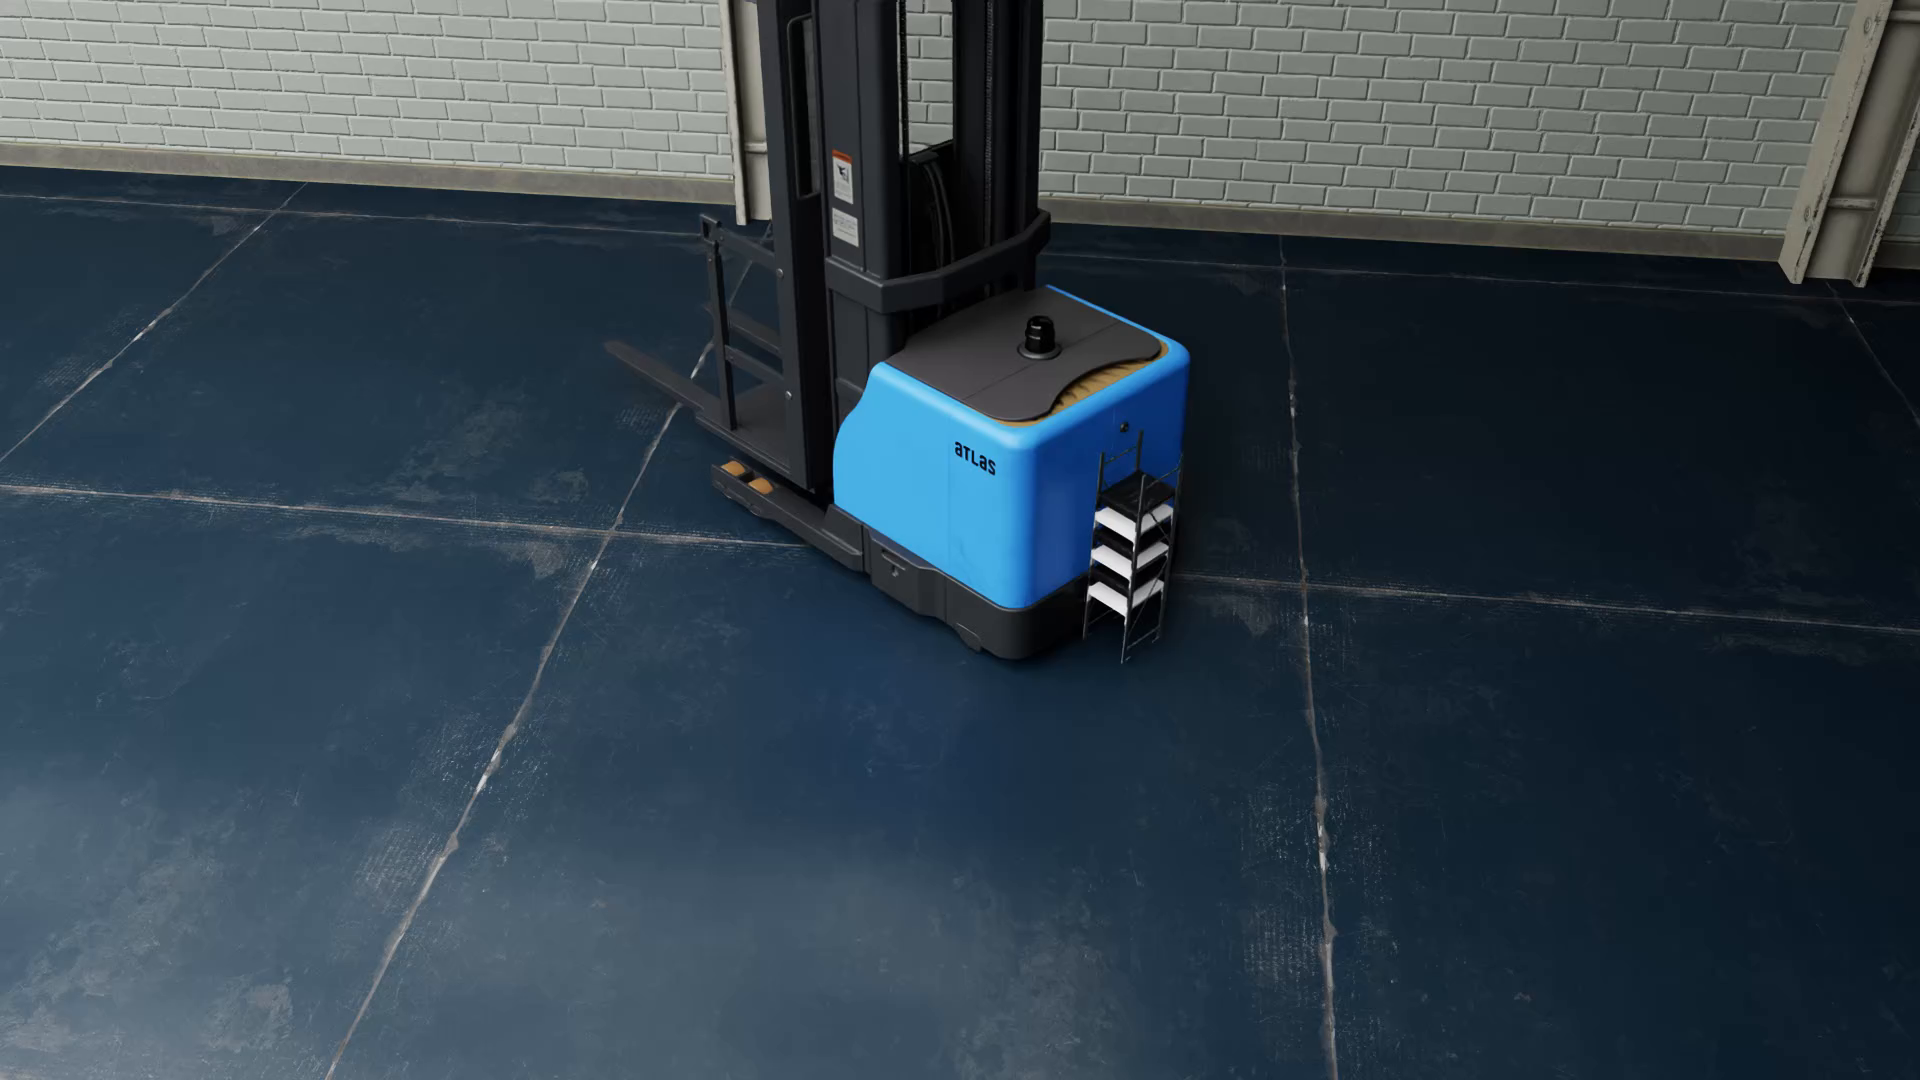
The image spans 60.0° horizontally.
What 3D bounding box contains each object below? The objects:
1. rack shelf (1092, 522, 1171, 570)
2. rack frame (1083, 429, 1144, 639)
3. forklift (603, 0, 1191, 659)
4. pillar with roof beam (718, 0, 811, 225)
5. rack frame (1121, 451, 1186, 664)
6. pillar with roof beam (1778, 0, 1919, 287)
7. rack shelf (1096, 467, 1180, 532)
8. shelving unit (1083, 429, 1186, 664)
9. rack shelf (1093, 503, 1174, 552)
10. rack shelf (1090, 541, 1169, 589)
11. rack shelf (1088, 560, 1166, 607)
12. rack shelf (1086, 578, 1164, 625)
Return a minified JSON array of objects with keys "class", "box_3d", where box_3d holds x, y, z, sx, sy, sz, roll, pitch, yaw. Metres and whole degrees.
[{"class":"rack shelf","box_3d":[0.666,-0.010,6.386,0.258,0.077,0.200,-30,47,-35]},{"class":"rack frame","box_3d":[0.593,-0.010,6.476,0.240,0.900,0.006,-30,47,-35]},{"class":"forklift","box_3d":[-0.473,-1.485,6.808,1.130,2.935,3.031,-30,45,-35]},{"class":"pillar with roof beam","box_3d":[-1.657,-3.129,3.887,0.400,9.000,9.100,4,36,6]},{"class":"rack frame","box_3d":[0.736,0.080,6.363,0.240,0.900,0.006,-30,47,-35]},{"class":"pillar with roof beam","box_3d":[4.294,-2.685,3.265,0.400,9.000,9.100,4,36,6]},{"class":"rack shelf","box_3d":[0.671,-0.154,6.277,0.258,0.077,0.200,-30,47,-35]},{"class":"shelving unit","box_3d":[0.664,0.035,6.420,0.258,0.900,0.210,-30,47,-35]},{"class":"rack shelf","box_3d":[0.668,-0.082,6.331,0.258,0.077,0.200,-30,47,-35]},{"class":"rack shelf","box_3d":[0.663,0.061,6.440,0.258,0.077,0.200,-30,47,-35]},{"class":"rack shelf","box_3d":[0.661,0.133,6.494,0.258,0.077,0.200,-30,47,-35]},{"class":"rack shelf","box_3d":[0.658,0.205,6.548,0.258,0.077,0.200,-30,47,-35]}]
